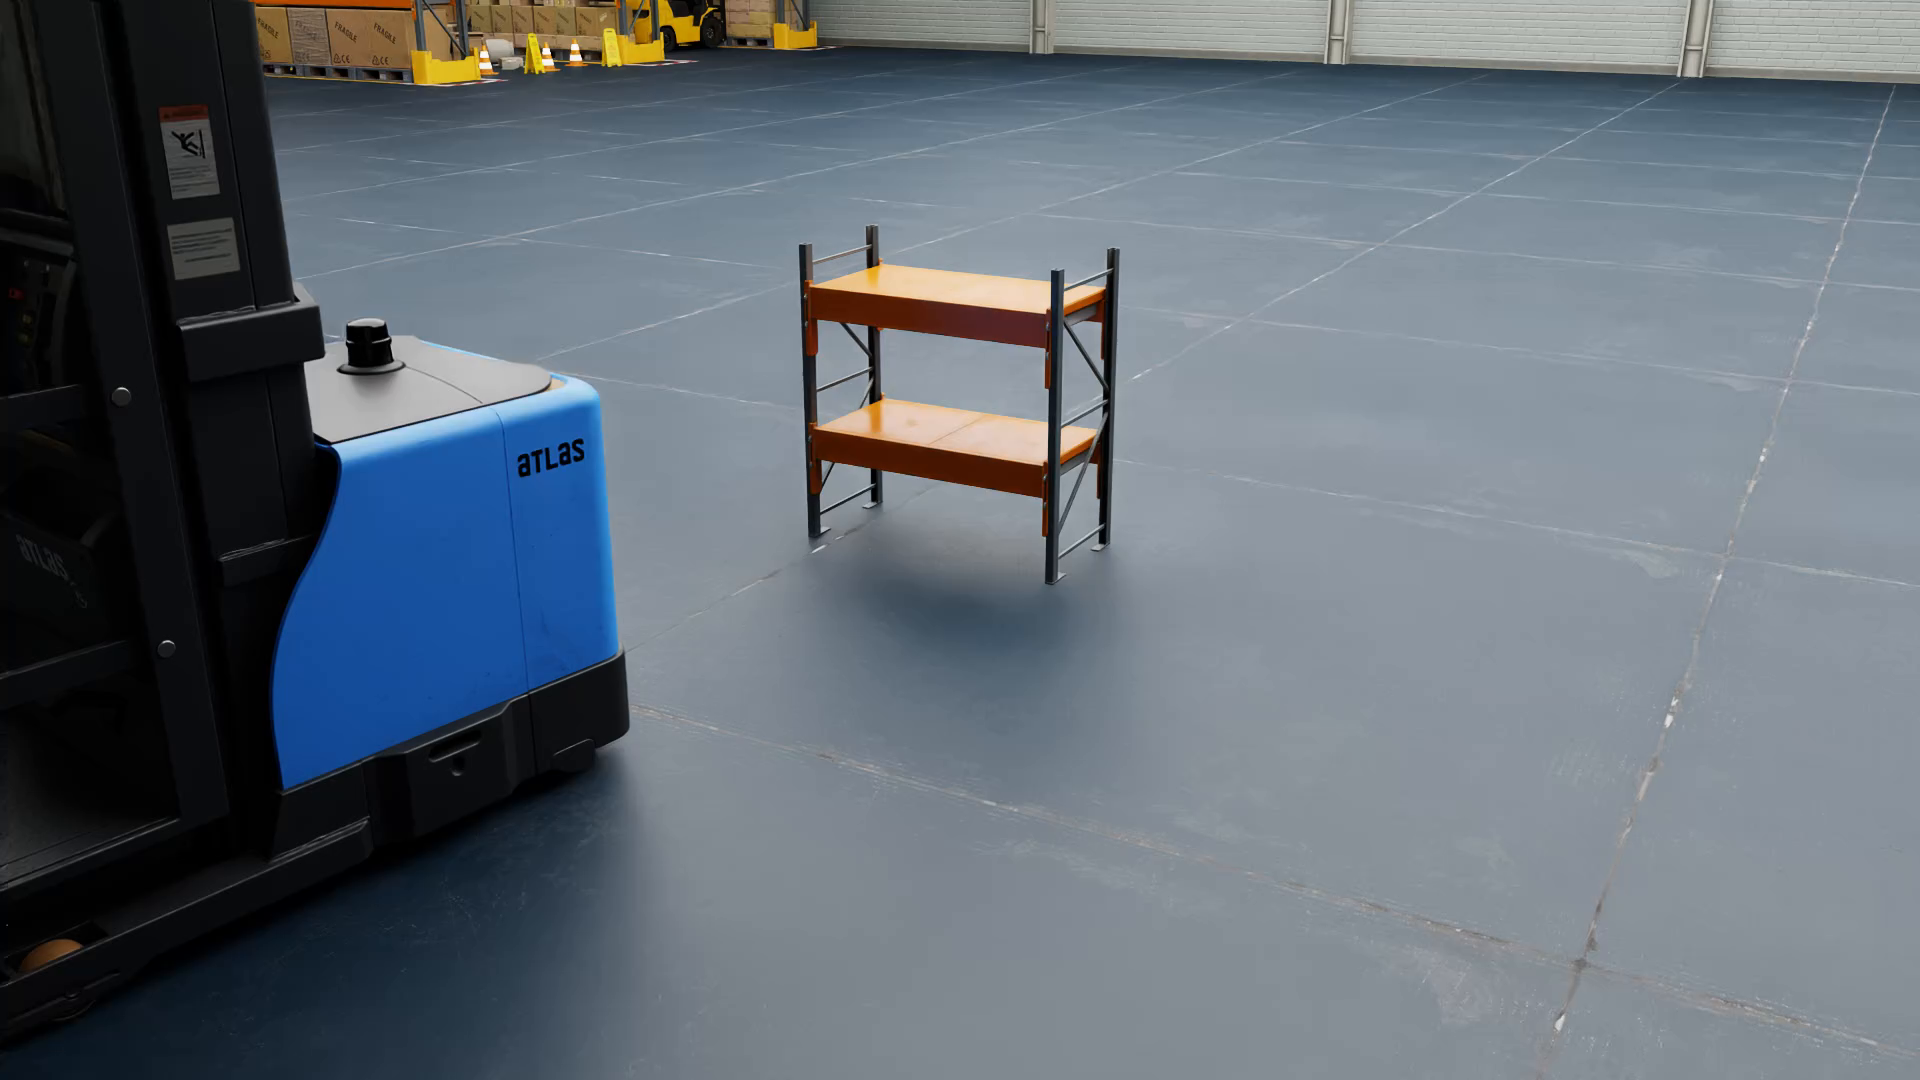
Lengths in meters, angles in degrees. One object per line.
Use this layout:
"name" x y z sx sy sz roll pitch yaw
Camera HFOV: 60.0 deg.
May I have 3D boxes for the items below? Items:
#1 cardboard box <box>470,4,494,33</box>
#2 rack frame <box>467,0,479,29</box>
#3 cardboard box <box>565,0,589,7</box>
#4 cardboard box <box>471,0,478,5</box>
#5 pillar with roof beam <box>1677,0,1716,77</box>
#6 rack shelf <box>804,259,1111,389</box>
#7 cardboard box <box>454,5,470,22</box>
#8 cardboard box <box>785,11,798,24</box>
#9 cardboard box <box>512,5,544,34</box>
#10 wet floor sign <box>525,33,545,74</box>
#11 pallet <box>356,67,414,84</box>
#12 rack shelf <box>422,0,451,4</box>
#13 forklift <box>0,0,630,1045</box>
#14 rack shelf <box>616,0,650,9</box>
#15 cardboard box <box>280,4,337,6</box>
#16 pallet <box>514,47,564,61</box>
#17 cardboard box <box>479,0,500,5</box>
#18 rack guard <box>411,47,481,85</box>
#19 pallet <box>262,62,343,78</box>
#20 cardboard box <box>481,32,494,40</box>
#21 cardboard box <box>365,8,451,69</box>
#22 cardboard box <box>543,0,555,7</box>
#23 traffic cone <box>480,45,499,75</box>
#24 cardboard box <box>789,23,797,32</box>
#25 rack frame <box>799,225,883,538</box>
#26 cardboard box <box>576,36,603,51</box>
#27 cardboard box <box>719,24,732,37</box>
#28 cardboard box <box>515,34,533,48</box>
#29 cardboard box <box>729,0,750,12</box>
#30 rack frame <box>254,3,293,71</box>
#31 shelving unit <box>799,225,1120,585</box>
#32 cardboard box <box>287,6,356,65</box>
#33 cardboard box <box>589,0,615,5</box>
"cardboard box" -8.973 -9.964 31.751 0.500 0.500 0.500 12 23 30
"rack frame" -9.354 -10.886 31.977 0.053 2.616 0.949 11 23 27
"cardboard box" -7.044 -9.879 30.565 0.250 0.149 0.380 12 23 29
"cardboard box" -10.985 -12.363 38.146 0.250 0.149 0.380 10 22 25
"pillar with roof beam" 10.000 -10.627 22.466 0.400 9.000 9.100 11 23 27
"rack shelf" -0.006 -0.805 6.077 1.000 0.278 0.538 11 23 27
"cardboard box" -11.336 -12.144 38.493 0.500 0.500 0.500 10 22 26
"cardboard box" -3.756 -10.978 34.913 0.500 0.250 0.500 11 23 28
"cardboard box" -8.048 -9.792 31.276 0.500 0.500 0.500 12 23 30
"wet floor sign" -7.199 -8.207 28.044 0.232 0.644 0.267 7 21 18
"pallet" -8.926 -7.528 26.809 1.213 0.211 1.003 11 23 27
"rack shelf" -9.936 -8.816 27.038 3.809 0.124 0.919 11 23 27
"forklift" -2.250 -0.495 3.431 1.130 2.935 3.031 15 25 36
"rack shelf" -7.610 -10.214 31.180 4.000 0.370 1.077 11 23 27
"cardboard box" -13.411 -10.888 34.483 0.875 0.875 0.875 11 22 27
"pallet" -7.683 -9.270 31.612 1.213 0.211 1.003 11 23 27
"cardboard box" -8.893 -10.230 31.534 0.250 0.149 0.380 11 23 28
"rack guard" -8.169 -7.550 26.447 0.348 0.500 1.175 11 23 27
"pallet" -11.056 -7.934 27.928 1.213 0.211 1.003 11 23 27
"cardboard box" -8.973 -9.611 31.879 0.500 0.250 0.500 10 22 25
"cardboard box" -8.814 -8.021 26.579 0.875 0.875 0.875 11 23 28
"cardboard box" -7.491 -9.966 30.805 0.250 0.149 0.380 12 23 30
"traffic cone" -7.961 -8.048 27.873 0.334 0.463 0.336 11 23 27
"cardboard box" -3.780 -10.743 34.998 0.500 0.250 0.500 11 23 28
"rack frame" -0.450 -0.614 6.409 0.032 1.125 0.500 11 23 27
"cardboard box" -6.722 -9.183 30.698 0.500 0.250 0.500 11 23 27
"cardboard box" -4.873 -10.758 35.041 0.500 0.250 0.500 11 23 28
"cardboard box" -8.037 -9.438 31.403 0.500 0.250 0.500 10 22 27
"cardboard box" -4.449 -11.140 34.627 0.500 0.250 0.500 11 23 28
"rack frame" -11.682 -9.395 27.865 0.127 3.000 1.000 11 23 27
"shelving unit" -0.006 -0.530 6.176 1.048 1.125 0.538 11 23 27
"cardboard box" -10.378 -8.319 27.400 0.875 0.875 0.875 11 23 28
"cardboard box" -8.073 -11.659 36.975 0.625 0.625 0.875 11 22 27
